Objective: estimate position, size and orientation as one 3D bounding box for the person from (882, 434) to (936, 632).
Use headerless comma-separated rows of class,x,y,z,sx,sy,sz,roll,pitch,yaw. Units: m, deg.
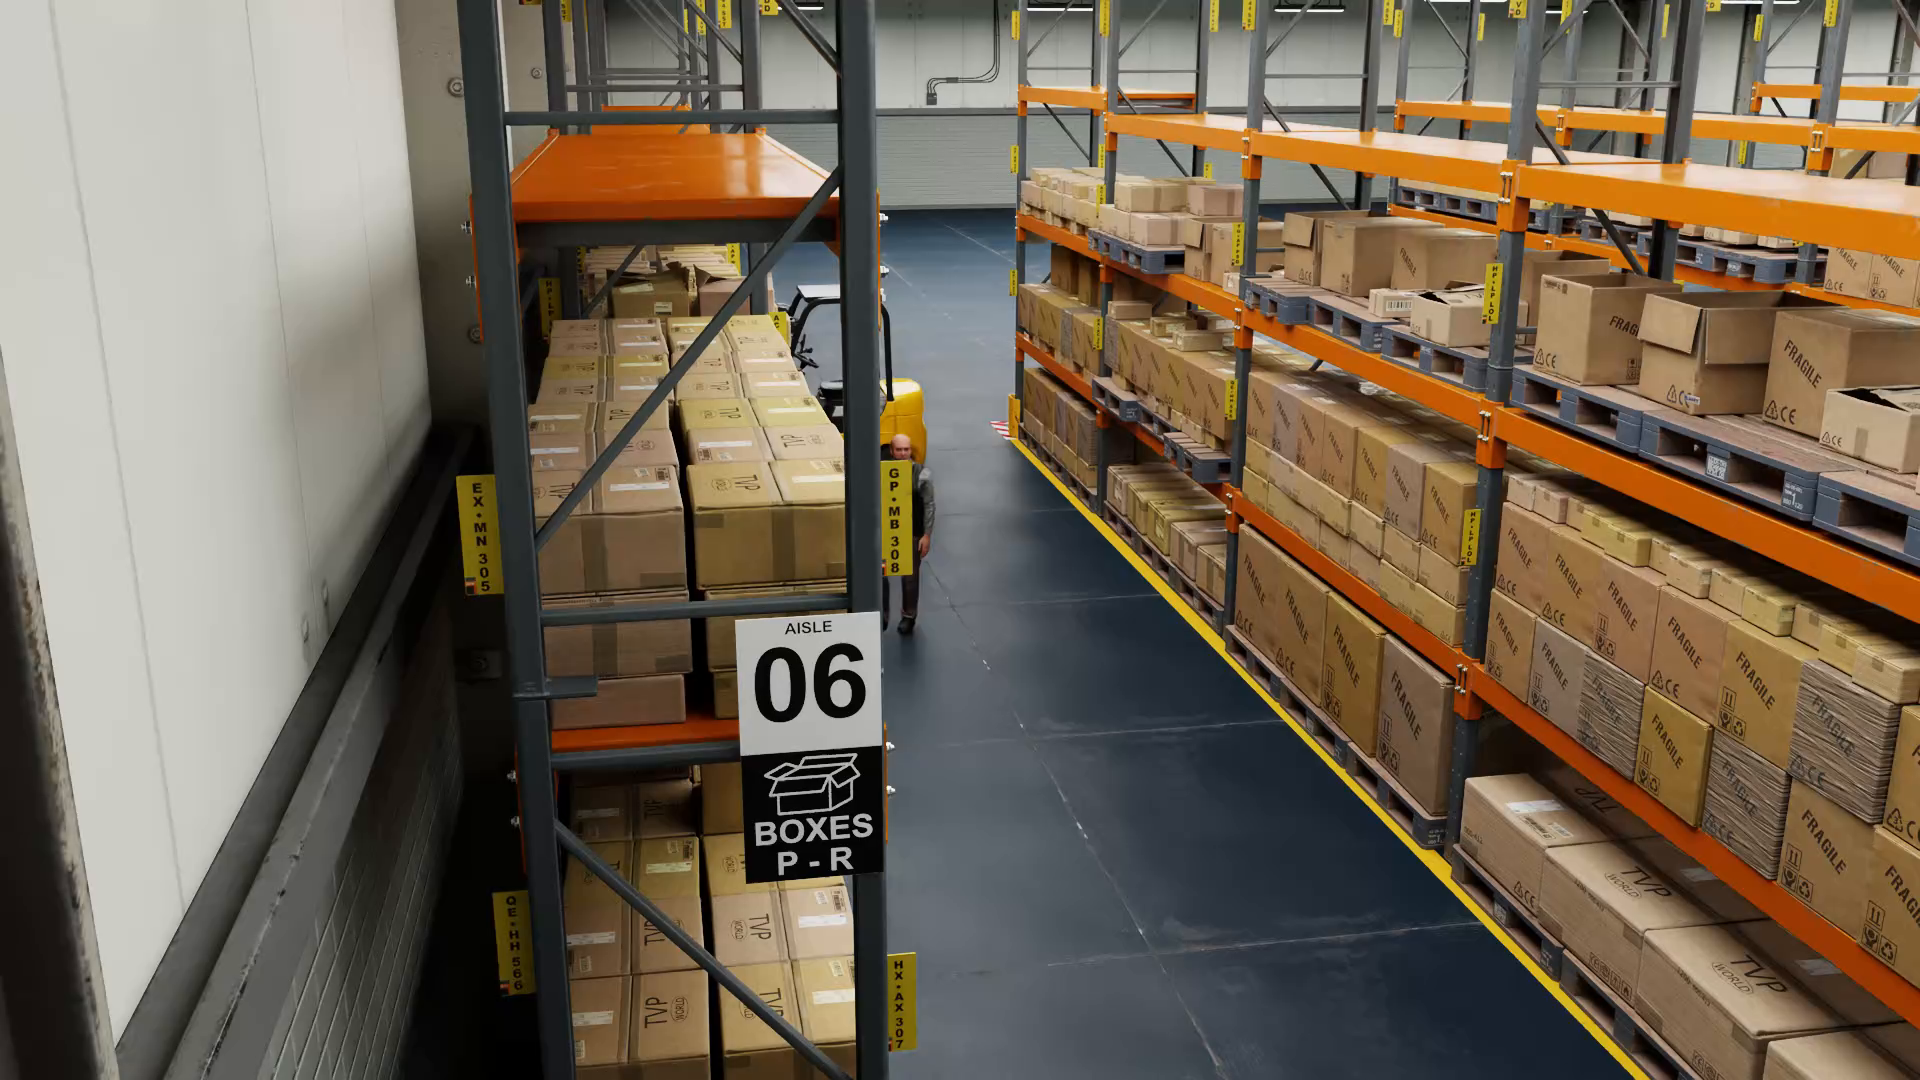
person,-0.495,-0.031,13.666,0.615,1.747,0.527,2,16,8
